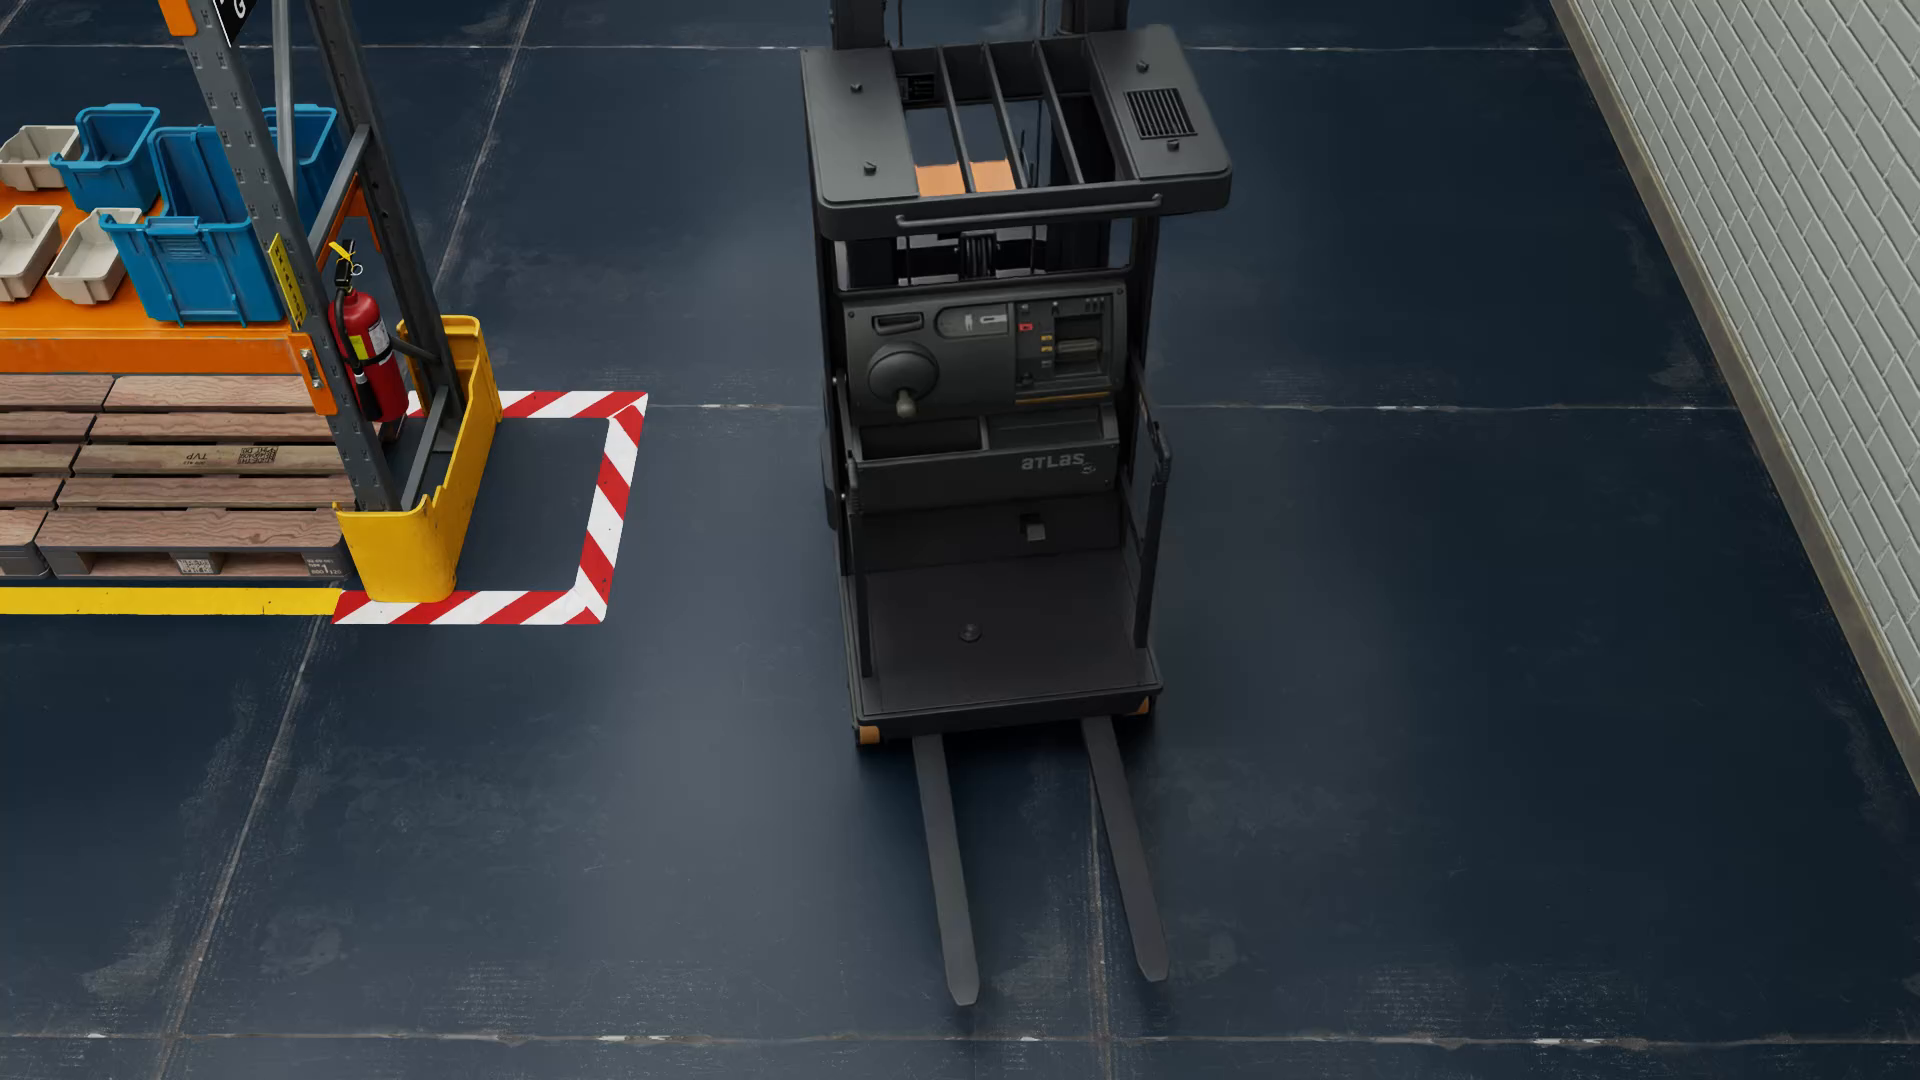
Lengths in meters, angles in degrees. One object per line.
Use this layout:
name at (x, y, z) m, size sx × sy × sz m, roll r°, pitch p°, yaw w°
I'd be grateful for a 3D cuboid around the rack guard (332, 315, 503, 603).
rack guard at (-2.194, -0.350, 6.815) m, size 0.348 × 0.500 × 1.175 m, roll 0°, pitch 47°, yaw 0°

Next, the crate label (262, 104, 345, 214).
crate label at (-2.464, -1.398, 6.156) m, size 0.303 × 0.233 × 0.416 m, roll 0°, pitch 47°, yaw 0°

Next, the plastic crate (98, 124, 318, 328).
plastic crate at (-2.553, -1.089, 5.730) m, size 0.499 × 0.435 × 0.616 m, roll 0°, pitch 47°, yaw 0°

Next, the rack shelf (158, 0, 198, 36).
rack shelf at (-4.218, -1.975, 5.062) m, size 4.000 × 0.370 × 1.077 m, roll 0°, pitch 47°, yaw 0°

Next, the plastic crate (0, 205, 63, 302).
plastic crate at (-3.324, -1.004, 5.855) m, size 0.243 × 0.136 × 0.396 m, roll 0°, pitch 47°, yaw 0°

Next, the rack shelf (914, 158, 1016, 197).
rack shelf at (0.025, -1.424, 6.800) m, size 0.480 × 0.148 × 0.258 m, roll -6°, pitch 47°, yaw -5°

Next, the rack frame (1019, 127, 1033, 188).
rack frame at (0.267, -1.180, 7.109) m, size 0.015 × 1.200 × 0.240 m, roll -6°, pitch 47°, yaw -5°

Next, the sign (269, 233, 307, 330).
sign at (-2.204, -0.846, 5.457) m, size 0.005 × 0.325 × 0.100 m, roll 0°, pitch 47°, yaw 0°

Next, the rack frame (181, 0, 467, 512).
rack frame at (-2.218, -1.193, 5.892) m, size 0.127 × 3.000 × 1.000 m, roll 0°, pitch 47°, yaw 0°

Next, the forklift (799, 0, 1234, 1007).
forklift at (0.120, -0.526, 5.318) m, size 1.130 × 2.935 × 3.031 m, roll -6°, pitch 47°, yaw -5°

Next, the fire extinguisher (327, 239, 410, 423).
fire extinguisher at (-2.069, -0.706, 5.746) m, size 0.183 × 0.674 × 0.296 m, roll 0°, pitch 47°, yaw 0°

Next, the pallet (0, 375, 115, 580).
pallet at (-4.259, -0.279, 6.946) m, size 1.213 × 0.211 × 1.003 m, roll 0°, pitch 47°, yaw 0°

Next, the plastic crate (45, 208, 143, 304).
plastic crate at (-3.034, -0.993, 5.845) m, size 0.243 × 0.136 × 0.396 m, roll 0°, pitch 47°, yaw 0°

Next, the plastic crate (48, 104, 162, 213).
plastic crate at (-3.122, -1.399, 6.158) m, size 0.300 × 0.233 × 0.416 m, roll 0°, pitch 47°, yaw 0°

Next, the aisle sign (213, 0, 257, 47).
aisle sign at (-2.147, -1.864, 4.740) m, size 0.004 × 0.787 × 0.394 m, roll 0°, pitch 47°, yaw 0°

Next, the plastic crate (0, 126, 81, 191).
plastic crate at (-3.462, -1.428, 6.250) m, size 0.298 × 0.136 × 0.250 m, roll 0°, pitch 47°, yaw 0°

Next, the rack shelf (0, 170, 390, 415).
rack shelf at (-4.218, -0.953, 6.160) m, size 4.000 × 0.370 × 1.077 m, roll 0°, pitch 47°, yaw 0°

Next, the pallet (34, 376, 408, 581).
pallet at (-3.042, -0.273, 6.941) m, size 1.213 × 0.211 × 1.003 m, roll 0°, pitch 47°, yaw 0°

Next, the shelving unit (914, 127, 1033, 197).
shelving unit at (0.026, -1.156, 7.087) m, size 0.503 × 1.200 × 0.258 m, roll -6°, pitch 47°, yaw -5°
